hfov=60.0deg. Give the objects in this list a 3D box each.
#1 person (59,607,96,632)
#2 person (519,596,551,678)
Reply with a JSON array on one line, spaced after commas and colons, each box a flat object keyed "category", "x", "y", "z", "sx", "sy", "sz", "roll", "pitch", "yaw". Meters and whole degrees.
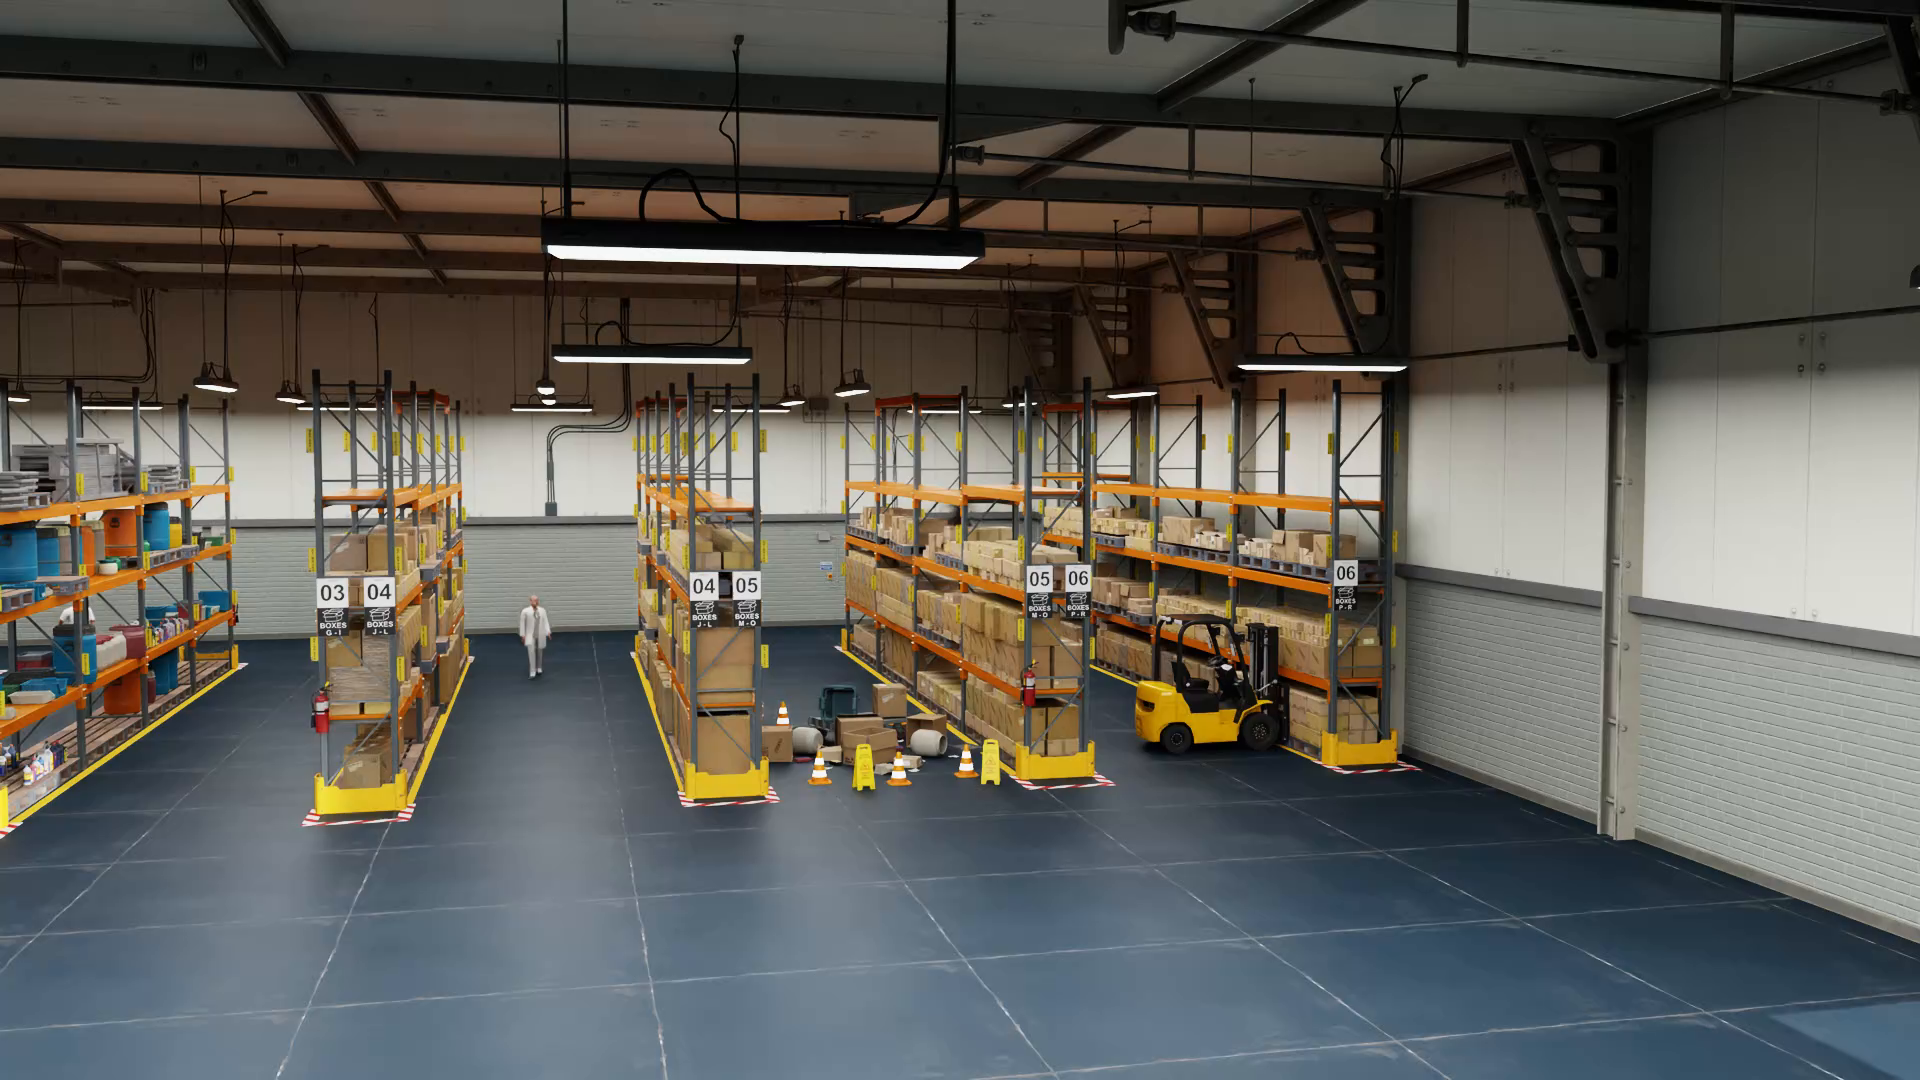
[{"category": "person", "x": -19.146, "y": 2.065, "z": 36.106, "sx": 0.782, "sy": 1.743, "sz": 1.003, "roll": -1, "pitch": 3, "yaw": -14}, {"category": "person", "x": -9.113, "y": 2.056, "z": 35.683, "sx": 0.667, "sy": 1.722, "sz": 1.117, "roll": -1, "pitch": 3, "yaw": -16}]
